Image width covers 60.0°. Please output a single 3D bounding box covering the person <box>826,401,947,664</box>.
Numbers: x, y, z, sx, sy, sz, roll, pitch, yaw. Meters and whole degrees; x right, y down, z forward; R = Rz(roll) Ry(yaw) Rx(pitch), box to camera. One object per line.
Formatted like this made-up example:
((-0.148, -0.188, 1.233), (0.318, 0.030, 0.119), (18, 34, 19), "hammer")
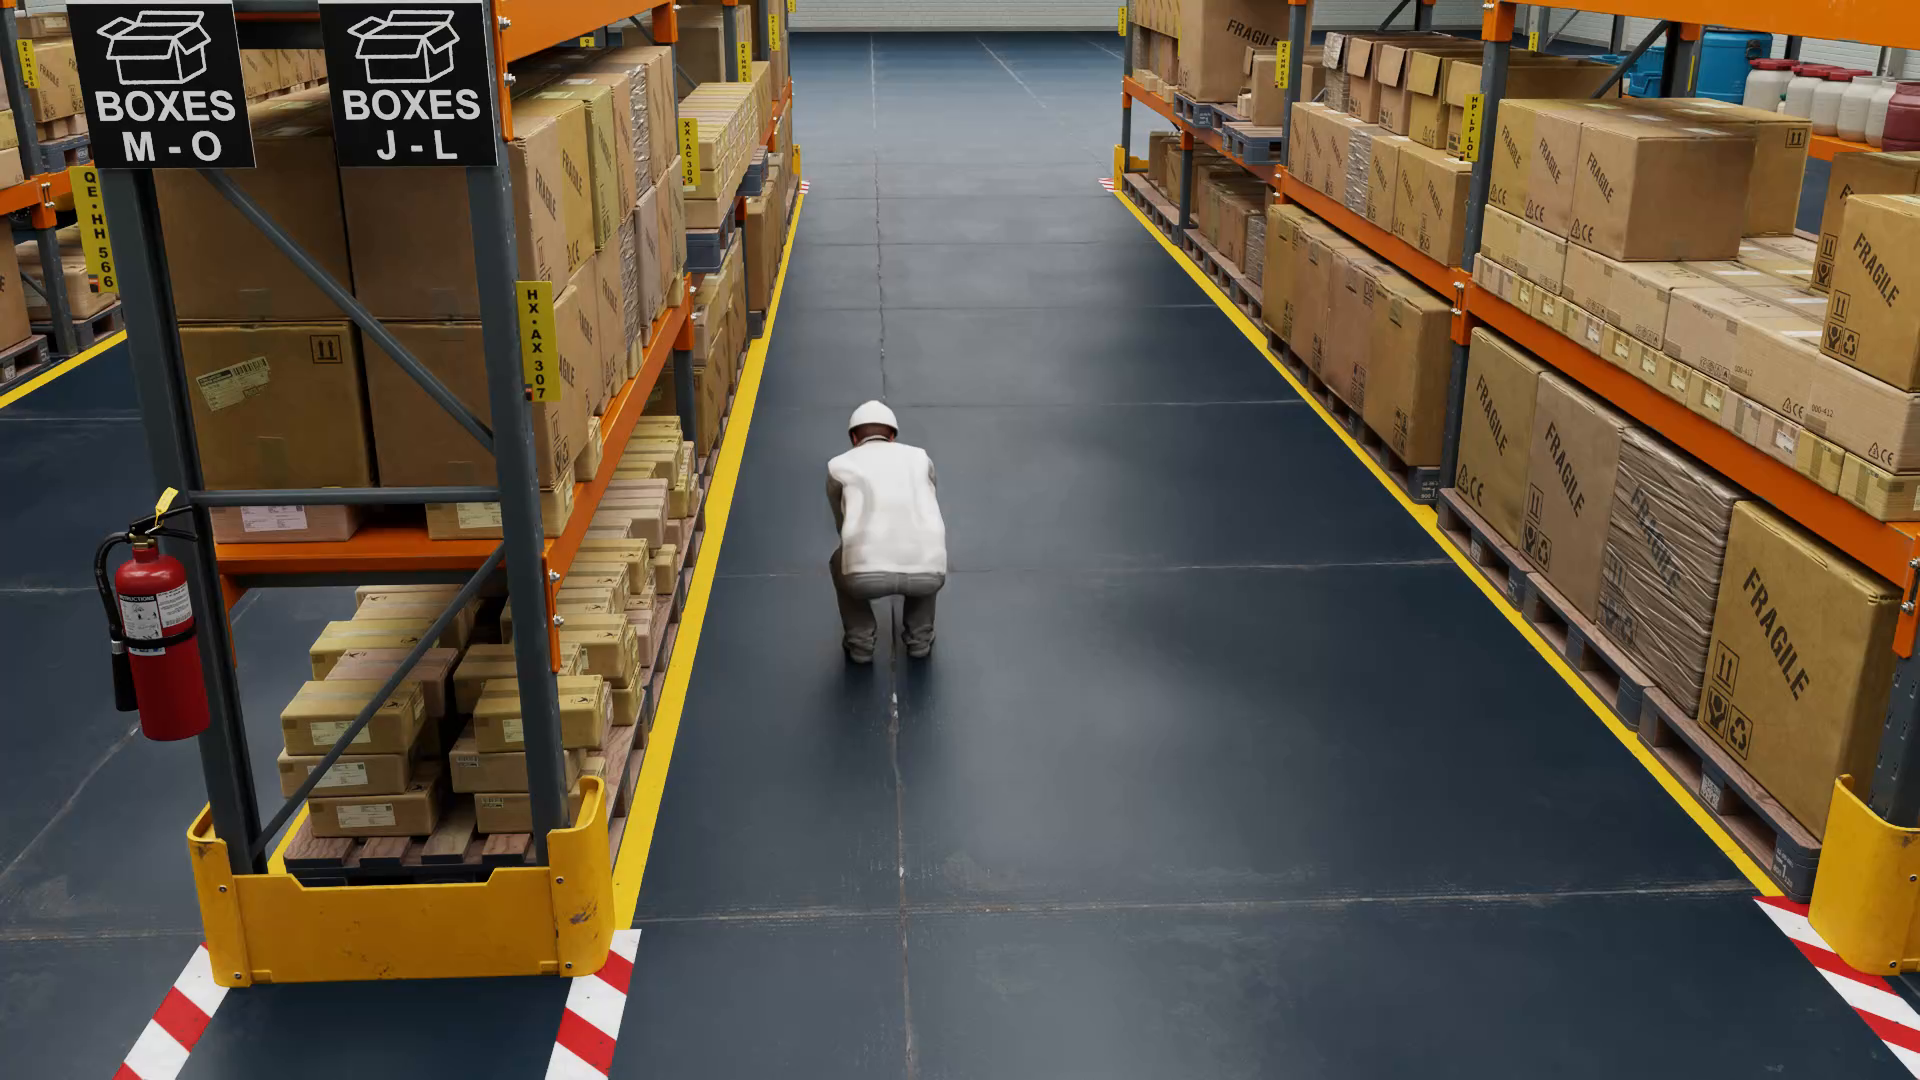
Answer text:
((-0.320, -0.029, 7.232), (0.505, 1.015, 0.872), (-2, 20, -4), "person")
